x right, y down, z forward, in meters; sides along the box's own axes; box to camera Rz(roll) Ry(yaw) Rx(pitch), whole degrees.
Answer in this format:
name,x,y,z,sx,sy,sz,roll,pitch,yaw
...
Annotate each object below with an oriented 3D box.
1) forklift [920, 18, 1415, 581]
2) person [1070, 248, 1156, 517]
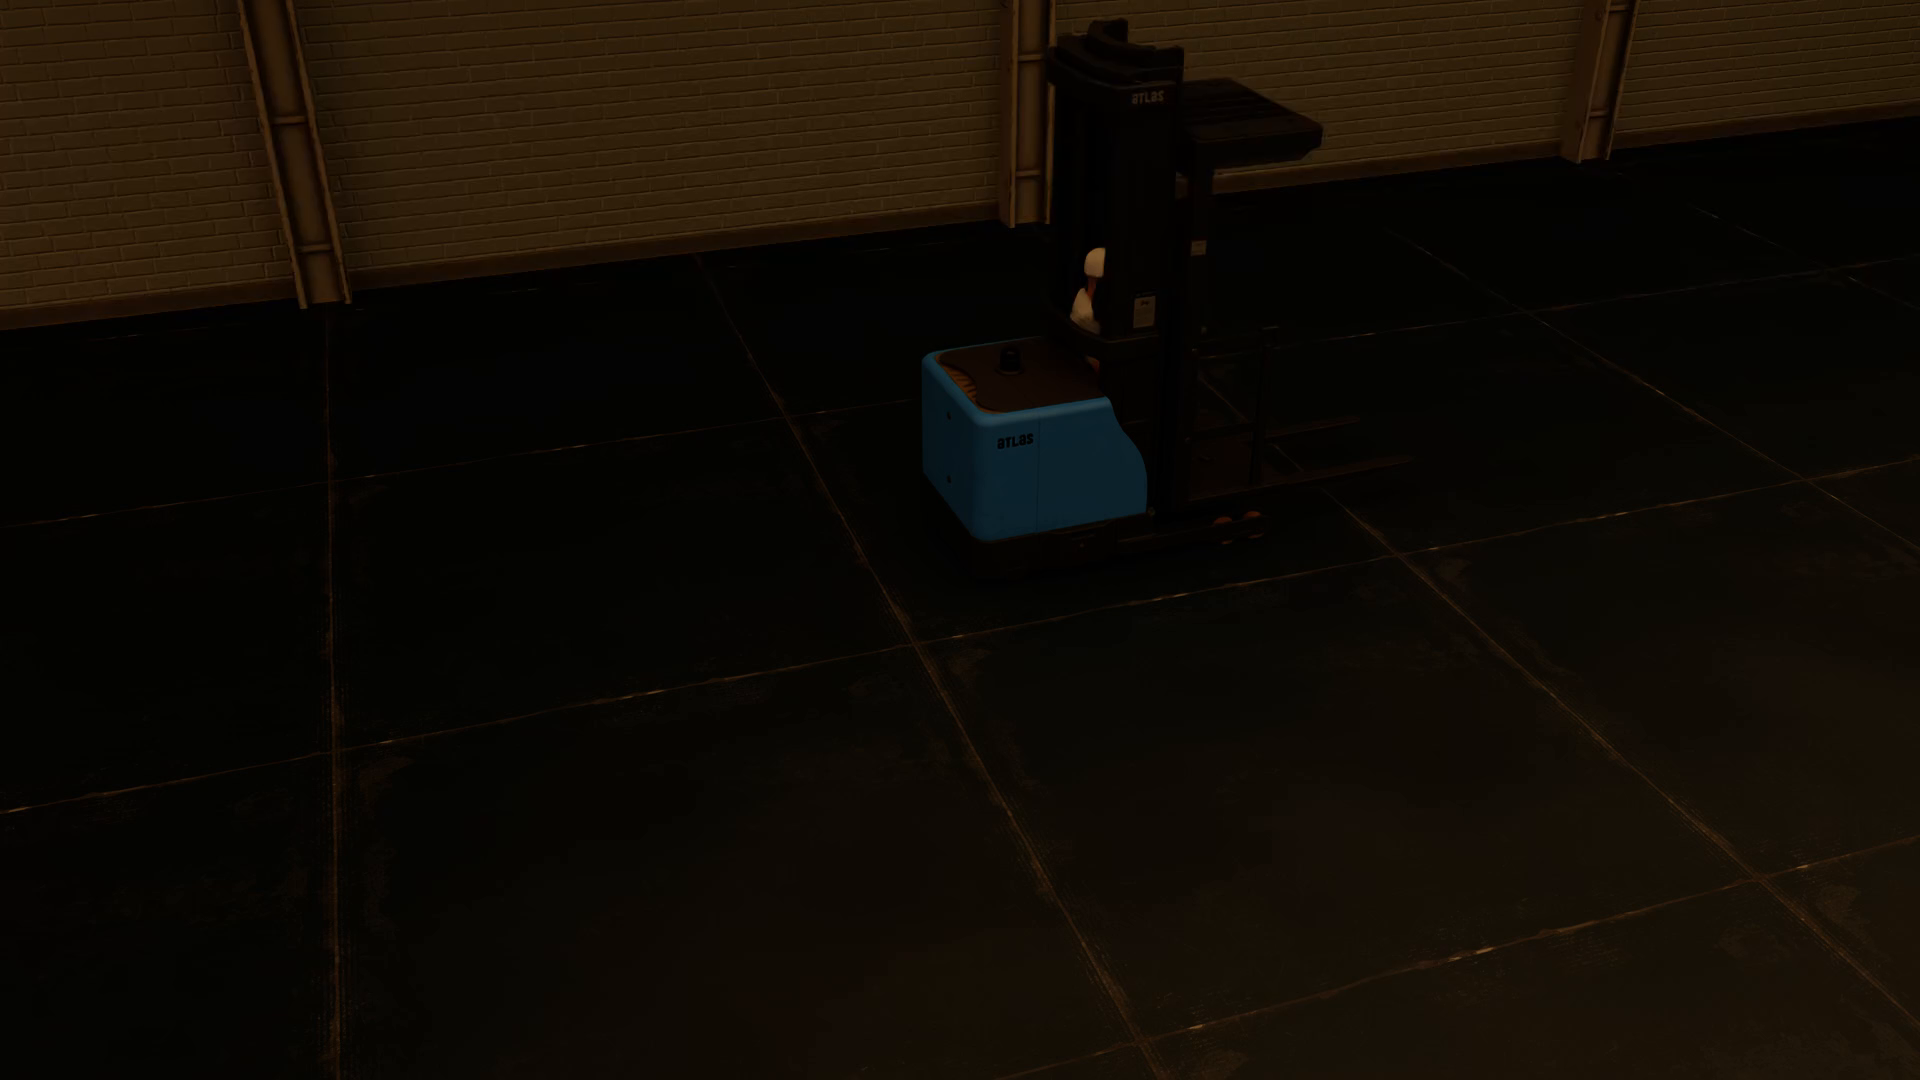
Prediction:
name,x,y,z,sx,sy,sz,roll,pitch,yaw
forklift,1.330,-1.479,9.657,3.031,2.935,1.130,-11,32,-18
person,0.966,-0.959,9.806,0.674,1.568,0.778,12,32,20
